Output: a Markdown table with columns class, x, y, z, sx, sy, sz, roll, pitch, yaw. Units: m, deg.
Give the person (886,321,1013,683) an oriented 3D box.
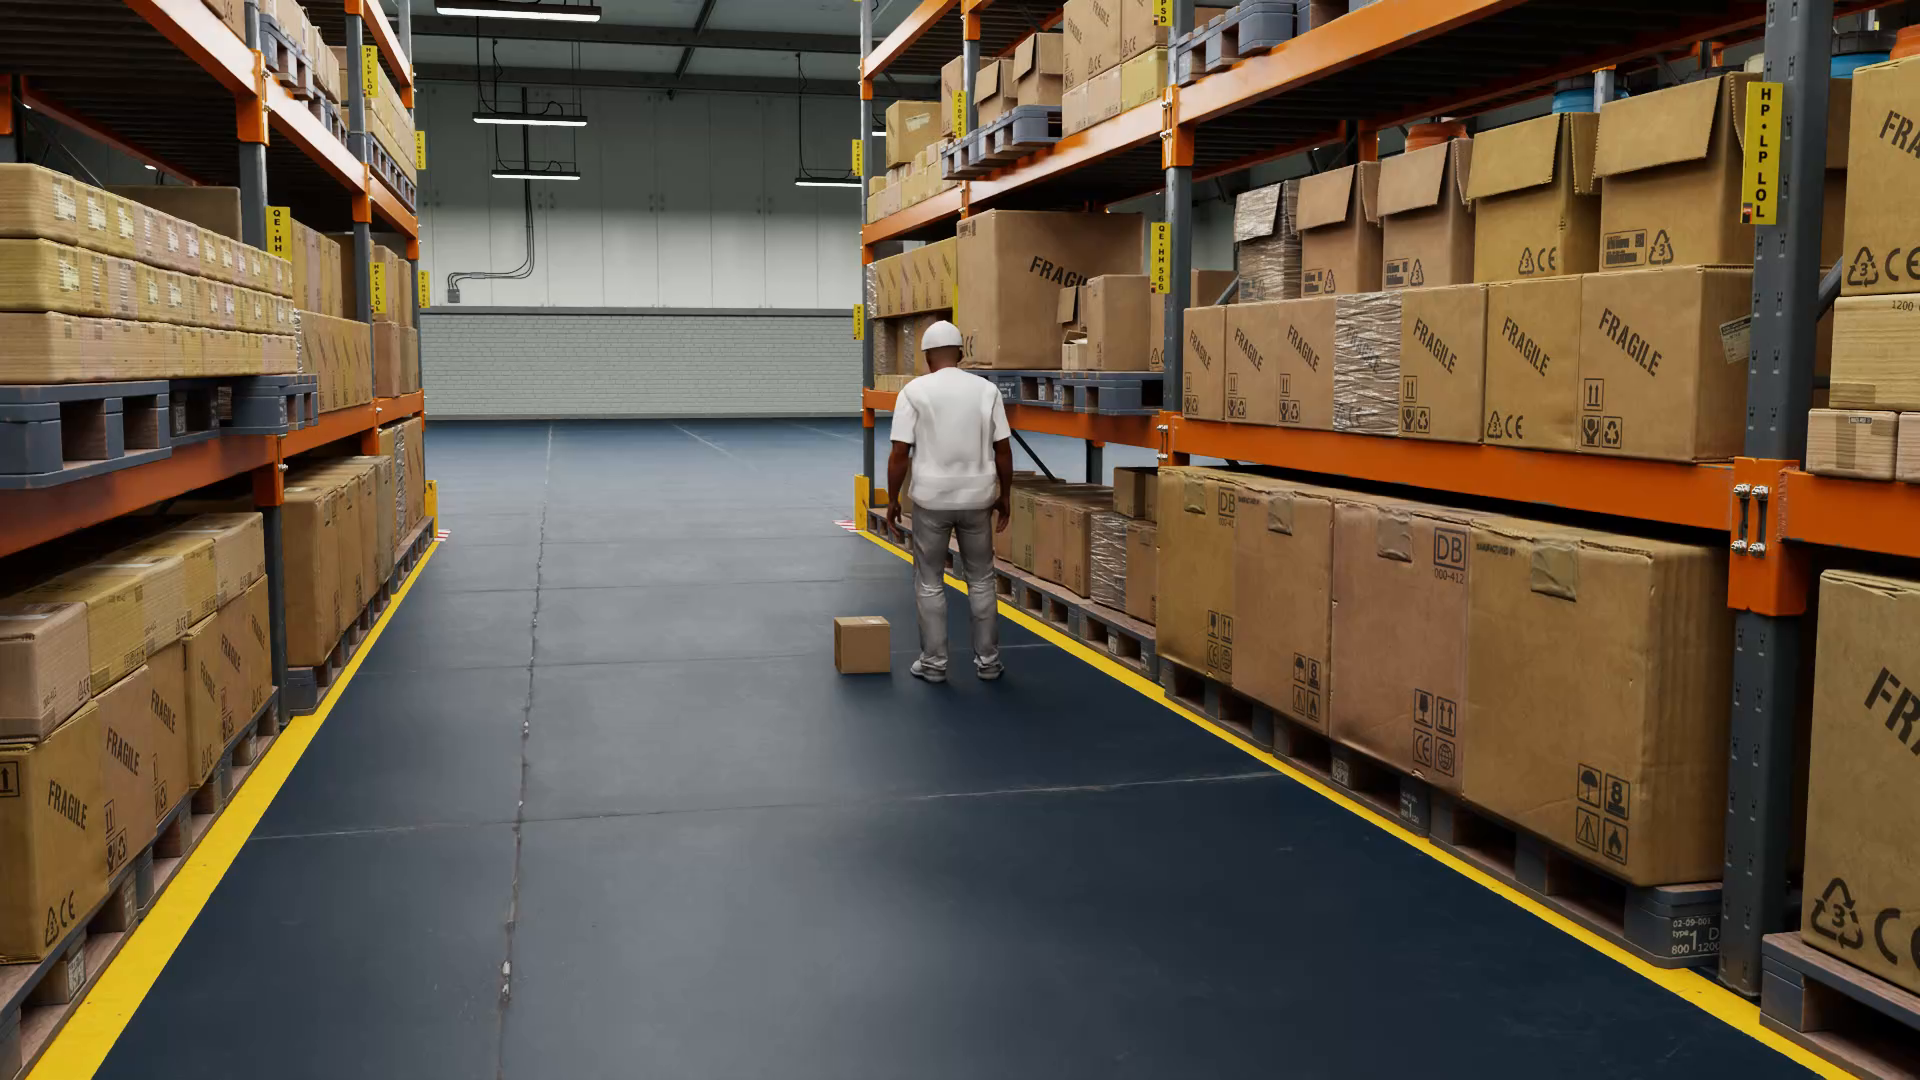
| class | x | y | z | sx | sy | sz | roll | pitch | yaw |
| --- | --- | --- | --- | --- | --- | --- | --- | --- | --- |
| person | -0.050 | -0.193 | 8.176 | 0.636 | 1.761 | 0.454 | -1 | 6 | -13 |
